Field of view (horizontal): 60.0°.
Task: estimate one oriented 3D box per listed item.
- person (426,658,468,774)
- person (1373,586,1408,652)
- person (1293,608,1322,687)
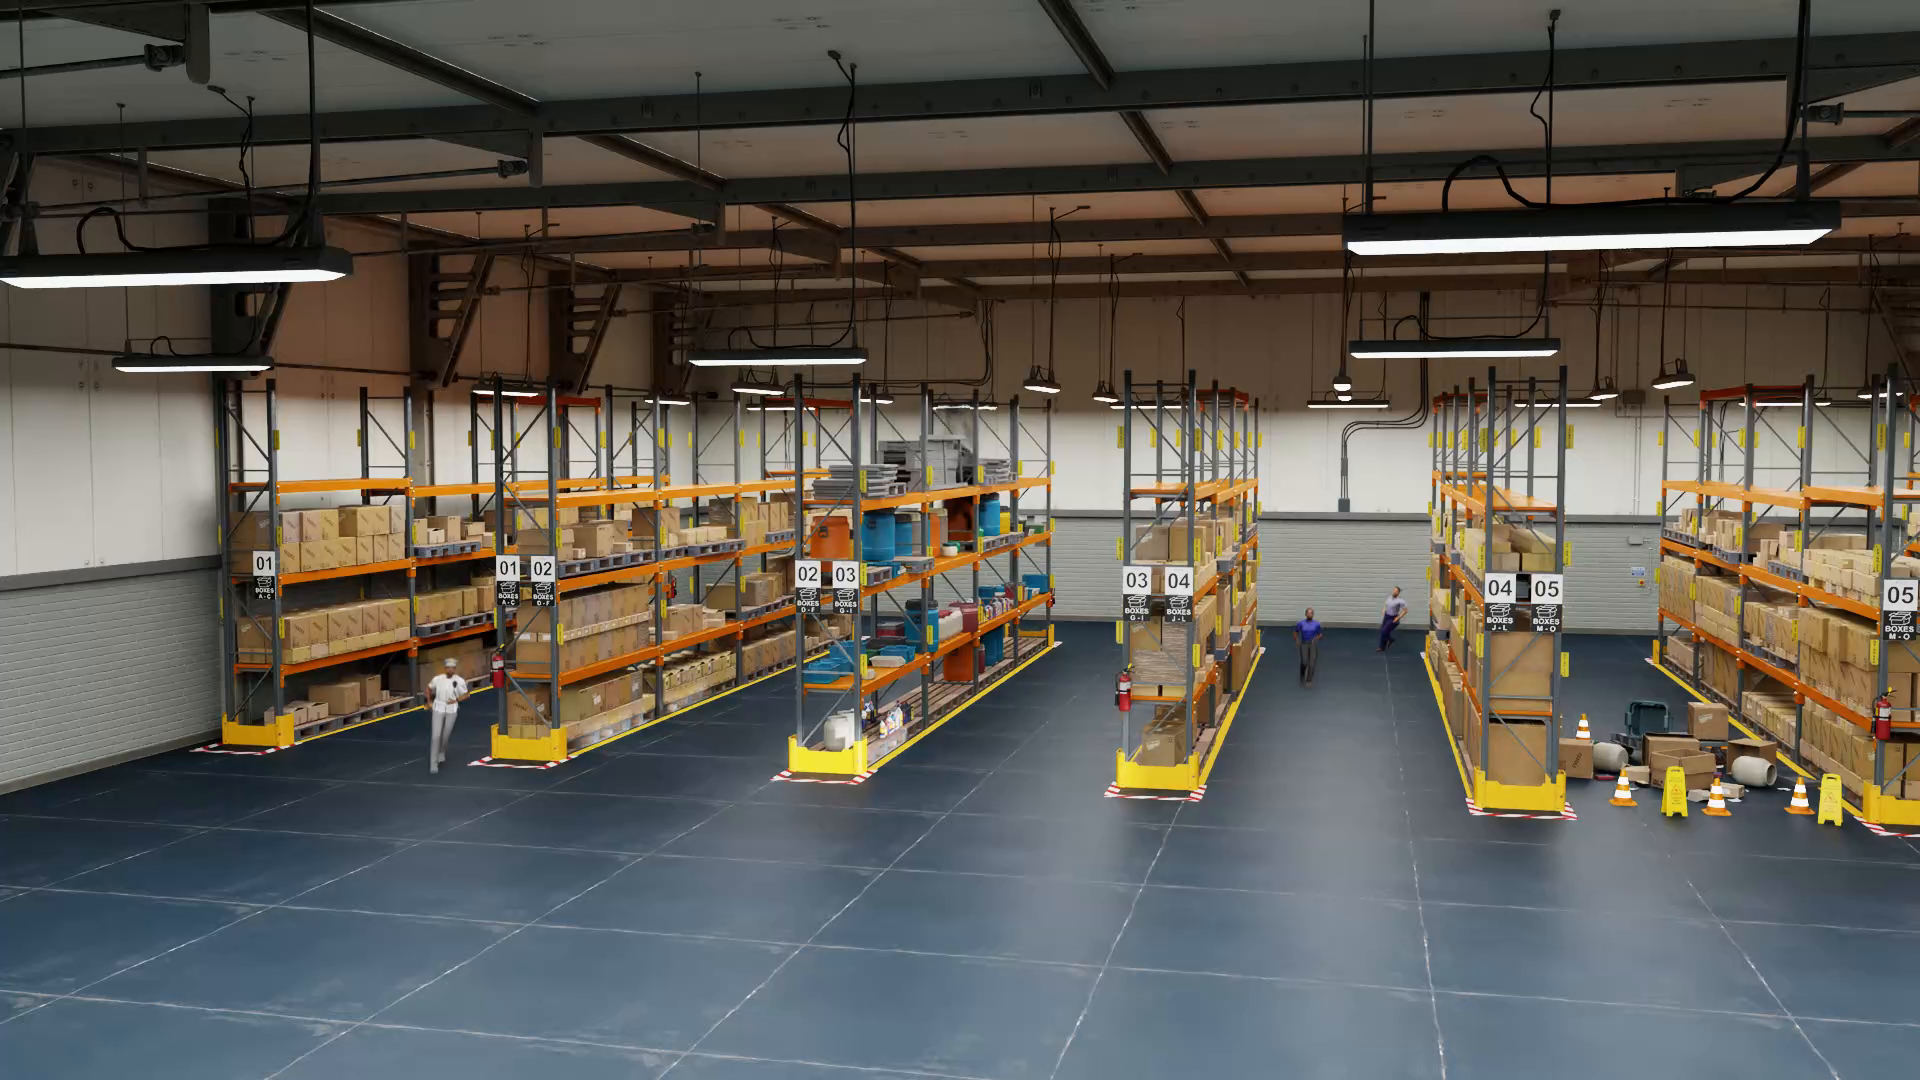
[{"bbox_3d":[-7.813,2.637,25.359,0.619,1.693,0.909,-1,4,-16],"label":"person"},{"bbox_3d":[10.222,1.866,39.324,0.645,1.566,0.774,-2,4,-31],"label":"person"},{"bbox_3d":[7.017,2.179,33.486,0.560,1.615,0.576,0,3,4],"label":"person"}]
